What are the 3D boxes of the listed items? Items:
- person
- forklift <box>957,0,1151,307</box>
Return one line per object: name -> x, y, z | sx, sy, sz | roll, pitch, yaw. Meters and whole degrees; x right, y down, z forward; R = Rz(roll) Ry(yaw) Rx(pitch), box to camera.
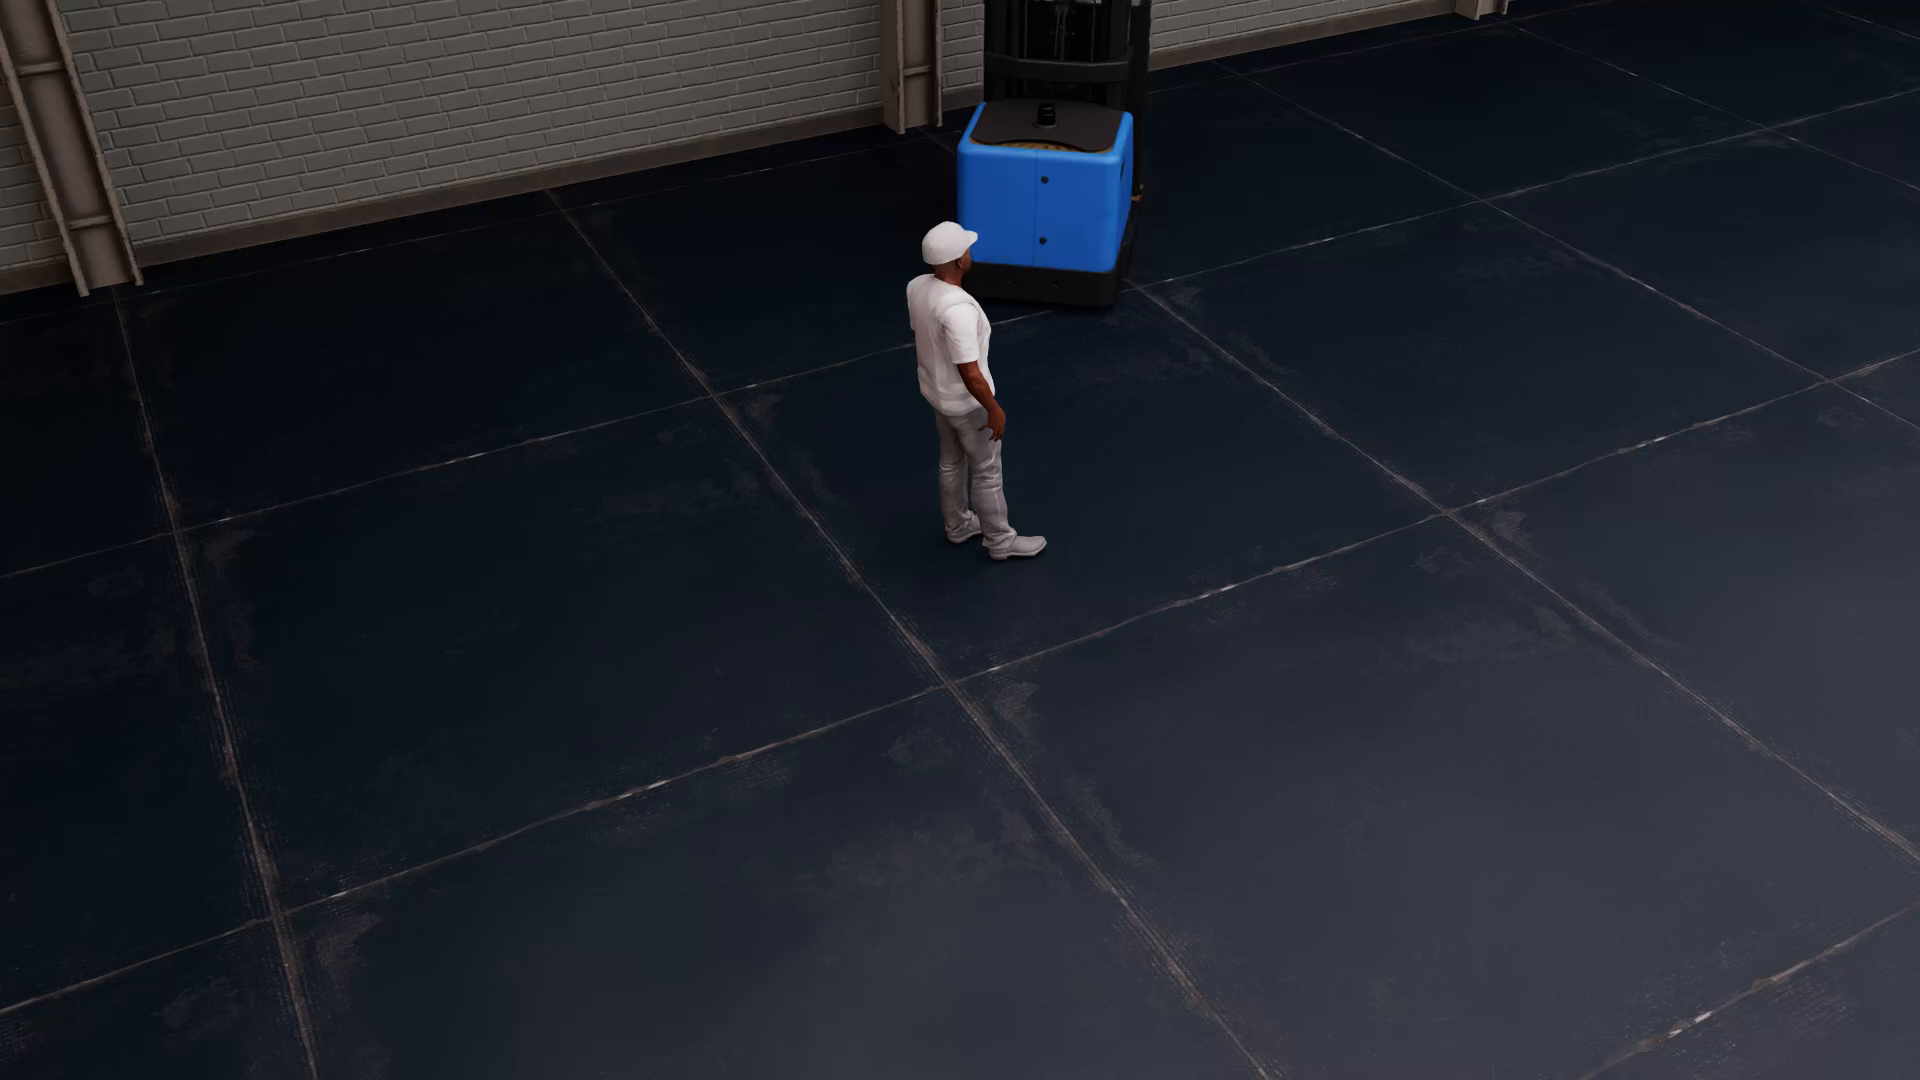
person -> 0.065, -0.743, 8.171 | 0.575, 1.768, 0.665 | -17, 39, -23
forklift -> 0.749, -3.535, 11.124 | 1.130, 2.935, 3.031 | 6, 36, 9
